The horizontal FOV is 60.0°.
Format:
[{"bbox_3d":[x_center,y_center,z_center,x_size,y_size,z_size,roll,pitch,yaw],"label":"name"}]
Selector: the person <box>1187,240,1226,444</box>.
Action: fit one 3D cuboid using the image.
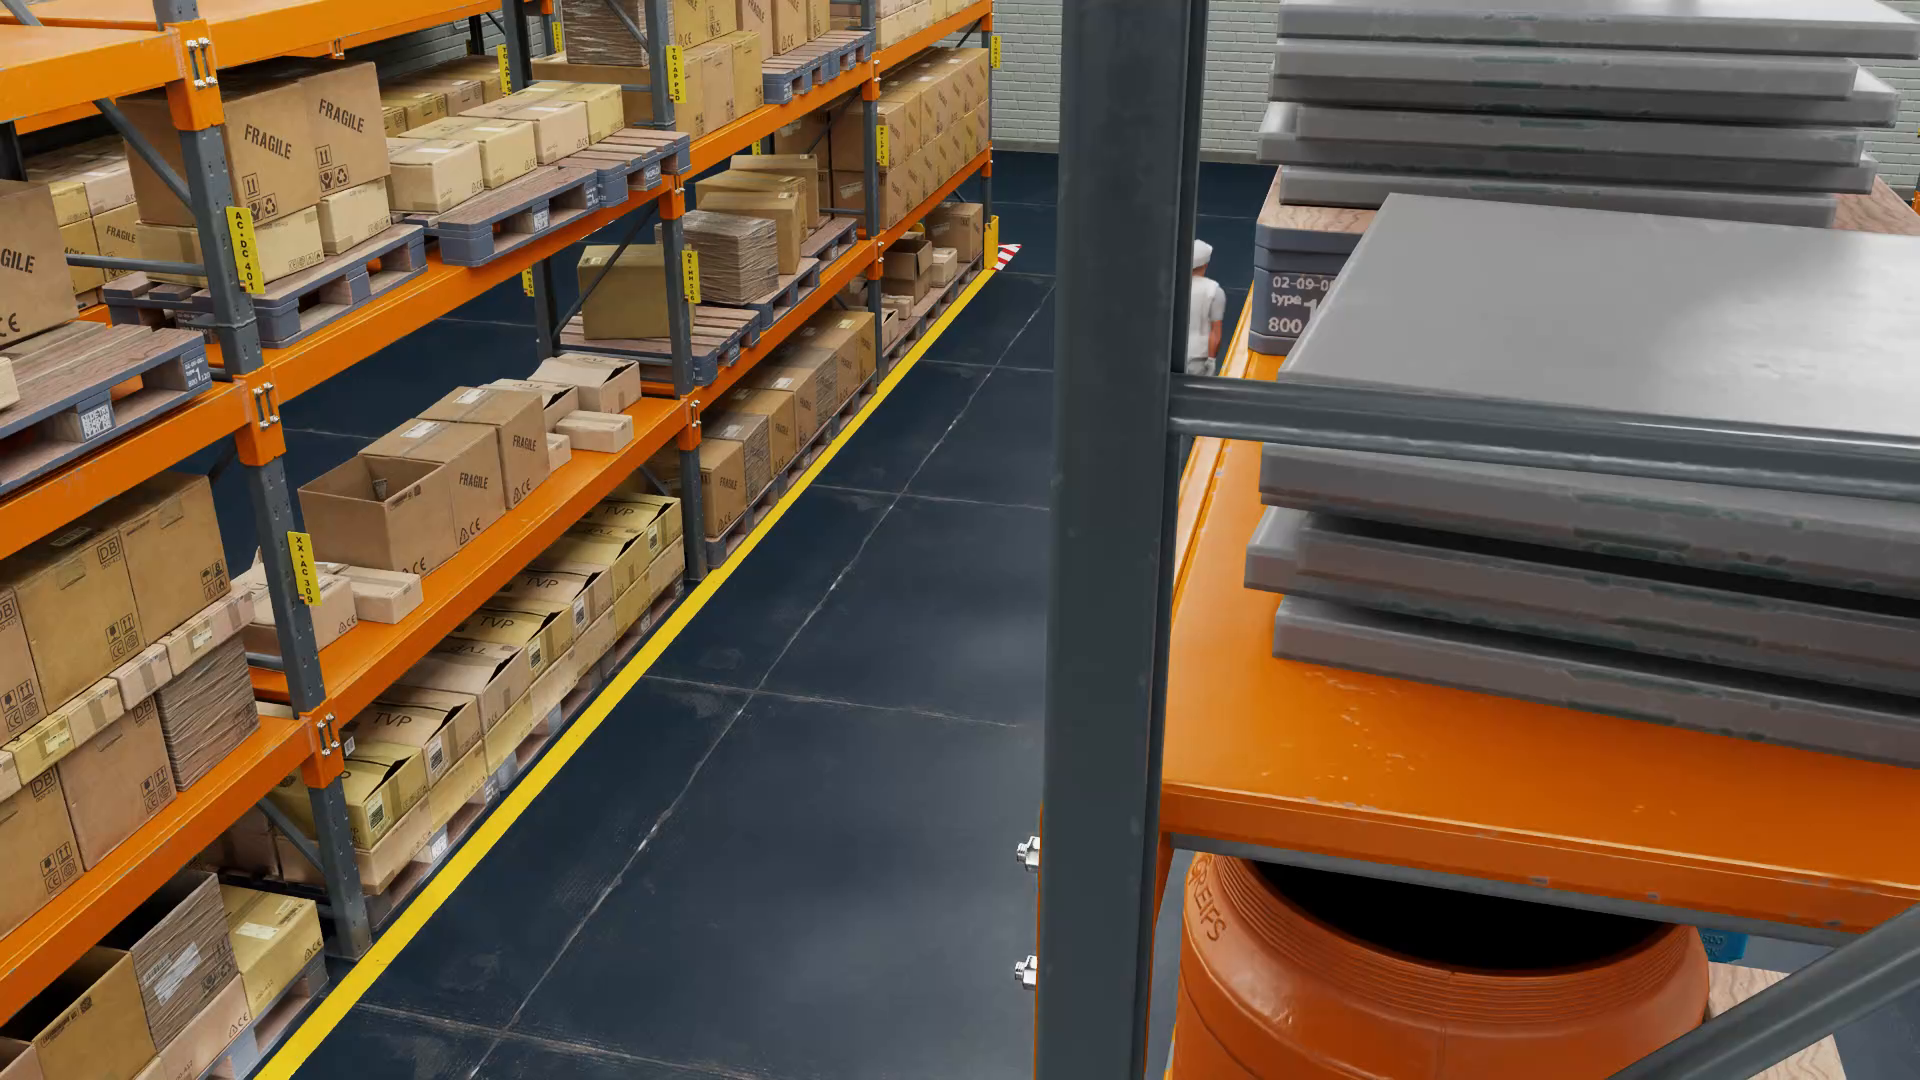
[{"bbox_3d":[1.754,-1.459,12.704,0.522,1.741,1.058,6,26,12],"label":"person"}]
